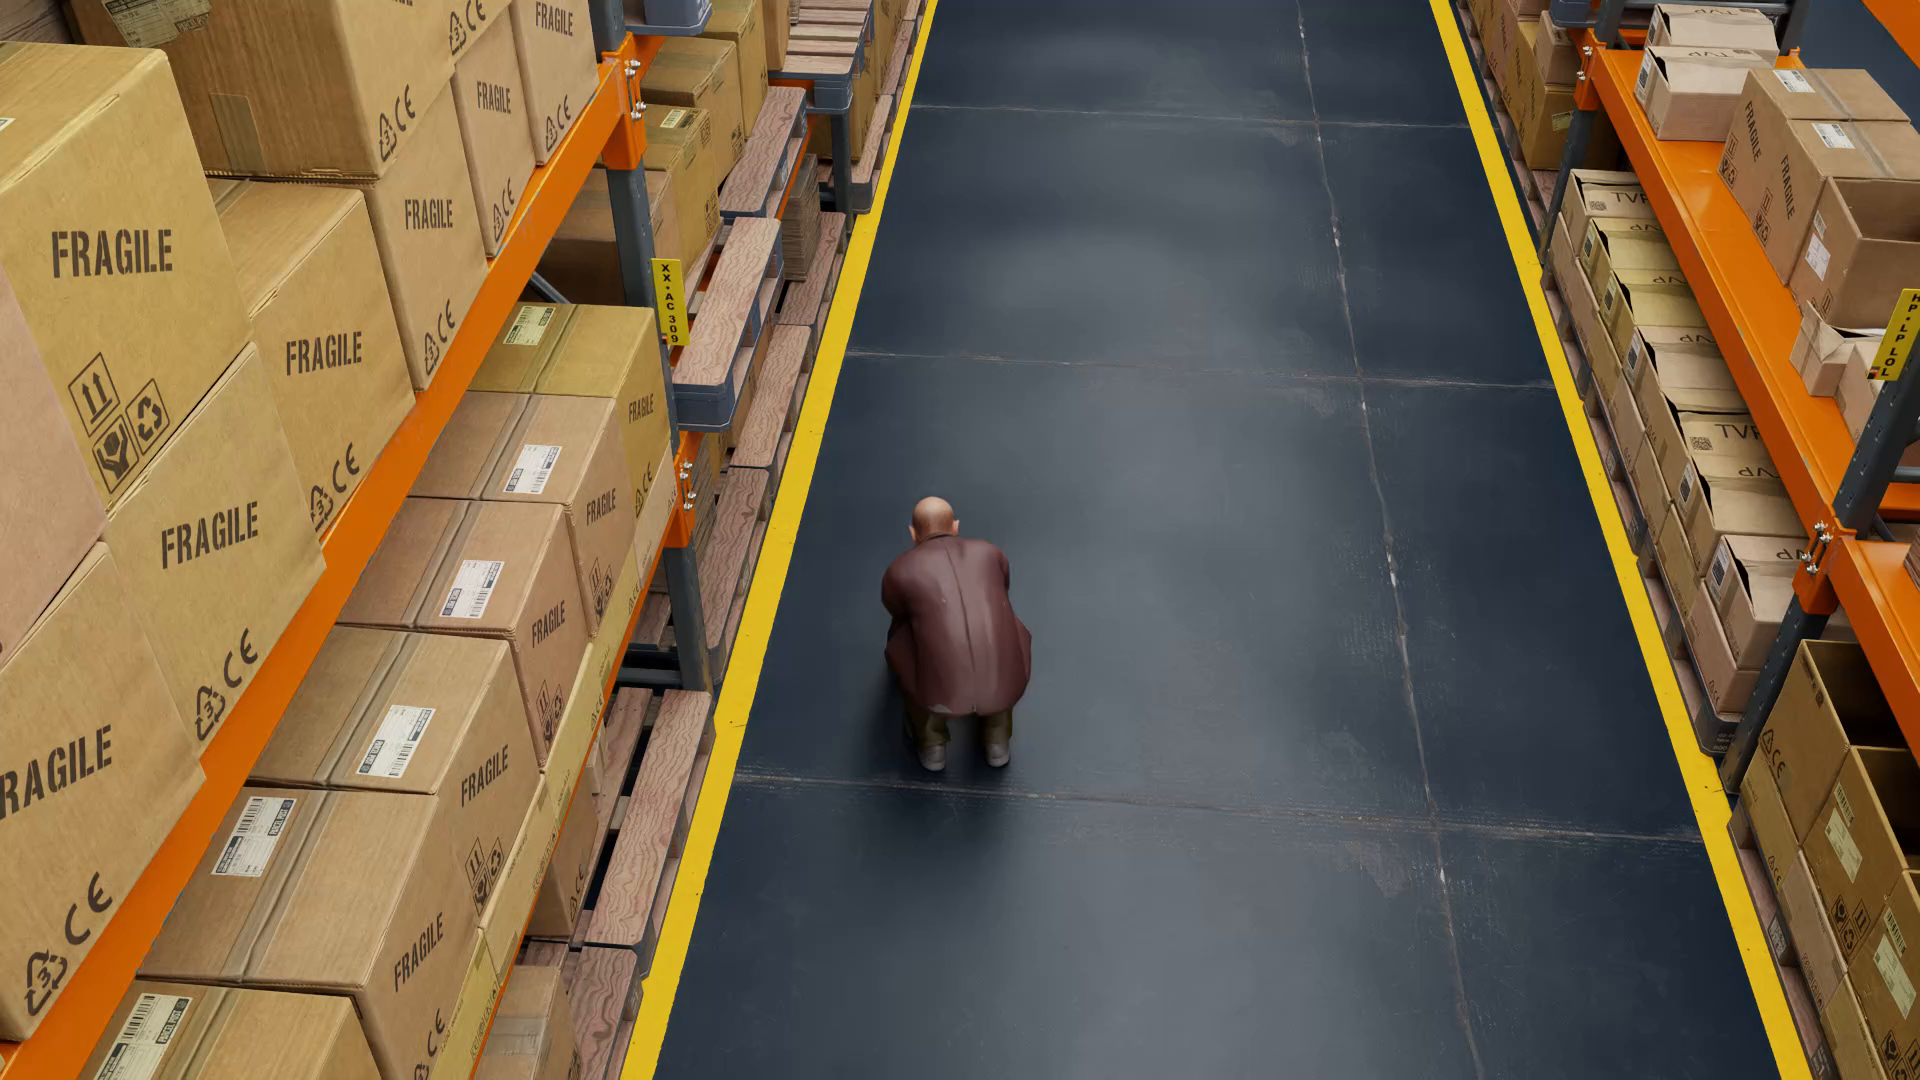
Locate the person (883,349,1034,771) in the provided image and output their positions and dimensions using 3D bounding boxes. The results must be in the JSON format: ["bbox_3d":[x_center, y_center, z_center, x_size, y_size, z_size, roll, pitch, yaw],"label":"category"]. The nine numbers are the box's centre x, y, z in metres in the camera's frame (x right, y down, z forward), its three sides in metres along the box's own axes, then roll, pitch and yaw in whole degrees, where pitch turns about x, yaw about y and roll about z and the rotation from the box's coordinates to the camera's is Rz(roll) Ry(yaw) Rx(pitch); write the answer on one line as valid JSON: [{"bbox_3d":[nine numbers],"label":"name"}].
[{"bbox_3d":[-0.018,0.092,6.274,0.550,1.506,0.816,-5,40,-6],"label":"person"}]
